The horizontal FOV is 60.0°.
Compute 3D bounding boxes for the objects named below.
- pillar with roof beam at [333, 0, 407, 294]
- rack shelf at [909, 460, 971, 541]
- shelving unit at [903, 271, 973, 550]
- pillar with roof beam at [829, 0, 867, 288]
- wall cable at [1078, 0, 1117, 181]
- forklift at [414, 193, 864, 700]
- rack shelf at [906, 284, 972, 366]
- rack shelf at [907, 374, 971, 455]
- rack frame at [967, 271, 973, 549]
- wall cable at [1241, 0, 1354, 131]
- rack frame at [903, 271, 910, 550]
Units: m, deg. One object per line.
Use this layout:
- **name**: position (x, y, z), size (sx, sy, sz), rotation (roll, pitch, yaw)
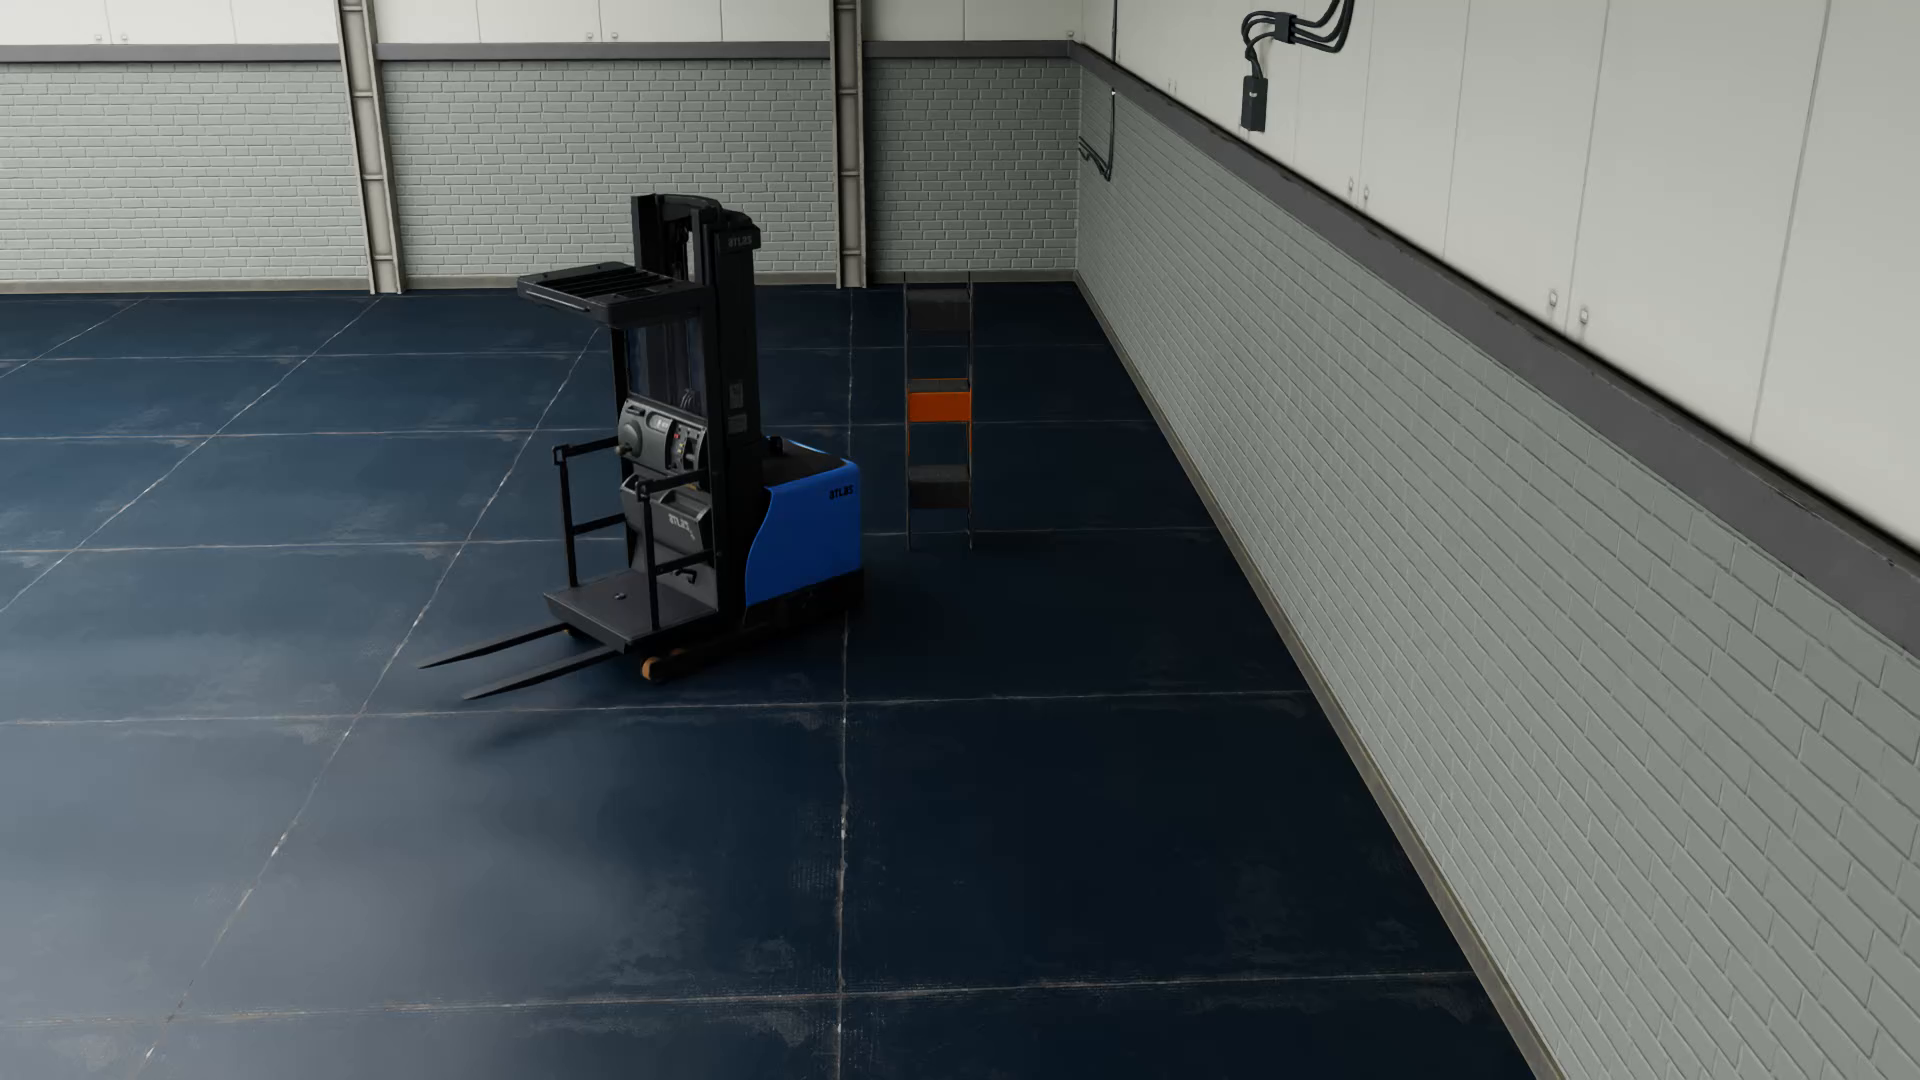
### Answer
- **pillar with roof beam**: position (-7.172, -5.909, 15.994), size (0.400, 9.000, 9.100), rotation (-1, 21, -3)
- **rack shelf**: position (-0.165, -0.311, 12.992), size (0.480, 0.518, 0.431), rotation (-1, 21, -3)
- **shelving unit**: position (-0.165, -0.978, 12.739), size (0.503, 2.100, 0.431), rotation (-1, 21, -3)
- **pillar with roof beam**: position (-1.182, -6.031, 16.314), size (0.400, 9.000, 9.100), rotation (-1, 21, -3)
- **wall cable**: position (1.589, -5.699, 19.806), size (0.112, 2.526, 3.097), rotation (-1, 21, -3)
- **forklift**: position (-2.098, -0.659, 10.732), size (3.031, 2.935, 1.130), rotation (-19, 28, -40)
- **rack shelf**: position (-0.165, -1.619, 12.494), size (0.480, 0.518, 0.431), rotation (-1, 21, -3)
- **rack shelf**: position (-0.165, -0.965, 12.743), size (0.480, 0.518, 0.431), rotation (-1, 21, -3)
- **rack frame**: position (0.078, -0.983, 12.752), size (0.015, 2.100, 0.400), rotation (-1, 21, -3)
- **wall cable**: position (2.115, -5.367, 9.790), size (0.169, 6.003, 2.305), rotation (-1, 21, -3)
- **rack frame**: position (-0.409, -0.973, 12.726), size (0.015, 2.100, 0.400), rotation (-1, 21, -3)
